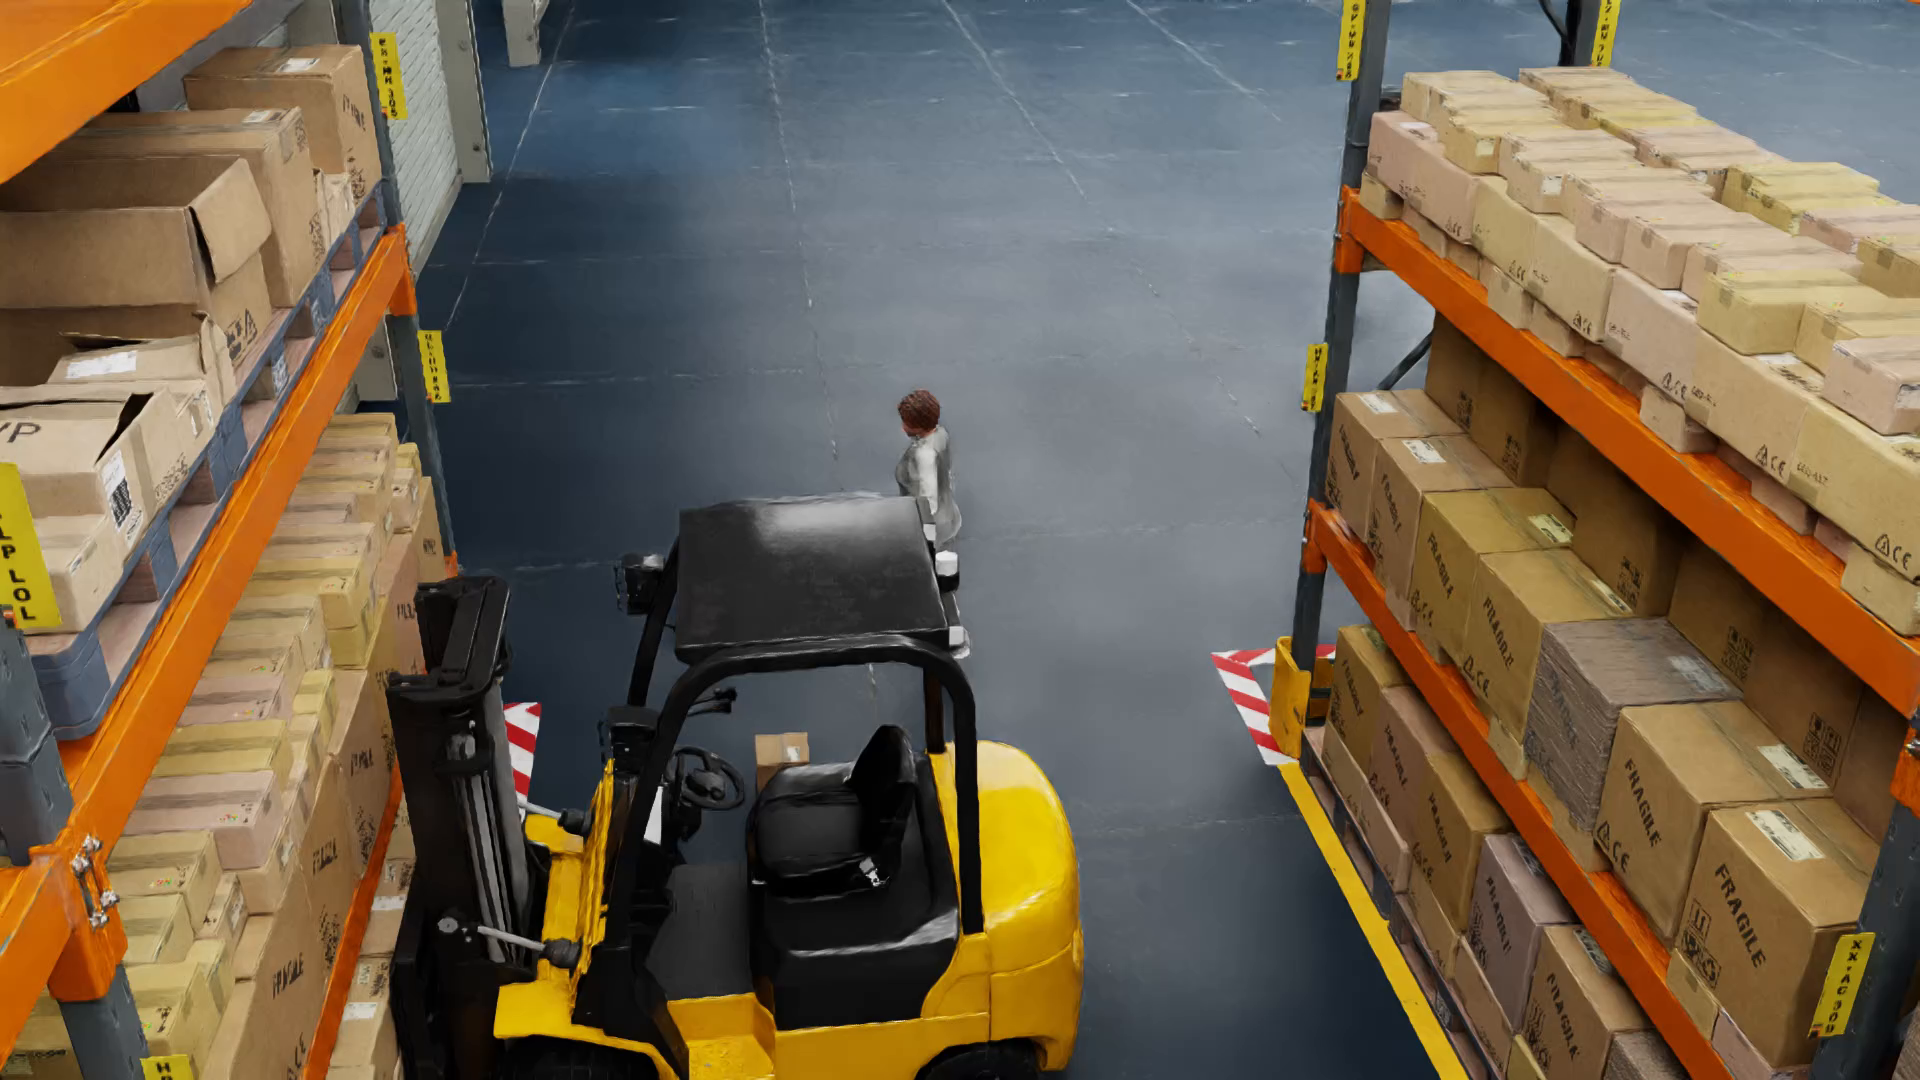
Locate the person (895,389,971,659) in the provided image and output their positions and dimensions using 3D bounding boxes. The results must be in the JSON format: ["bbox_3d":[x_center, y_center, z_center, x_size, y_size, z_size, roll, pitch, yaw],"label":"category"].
[{"bbox_3d":[-0.149,-0.047,8.742,0.440,1.580,0.485,5,28,10],"label":"person"}]
